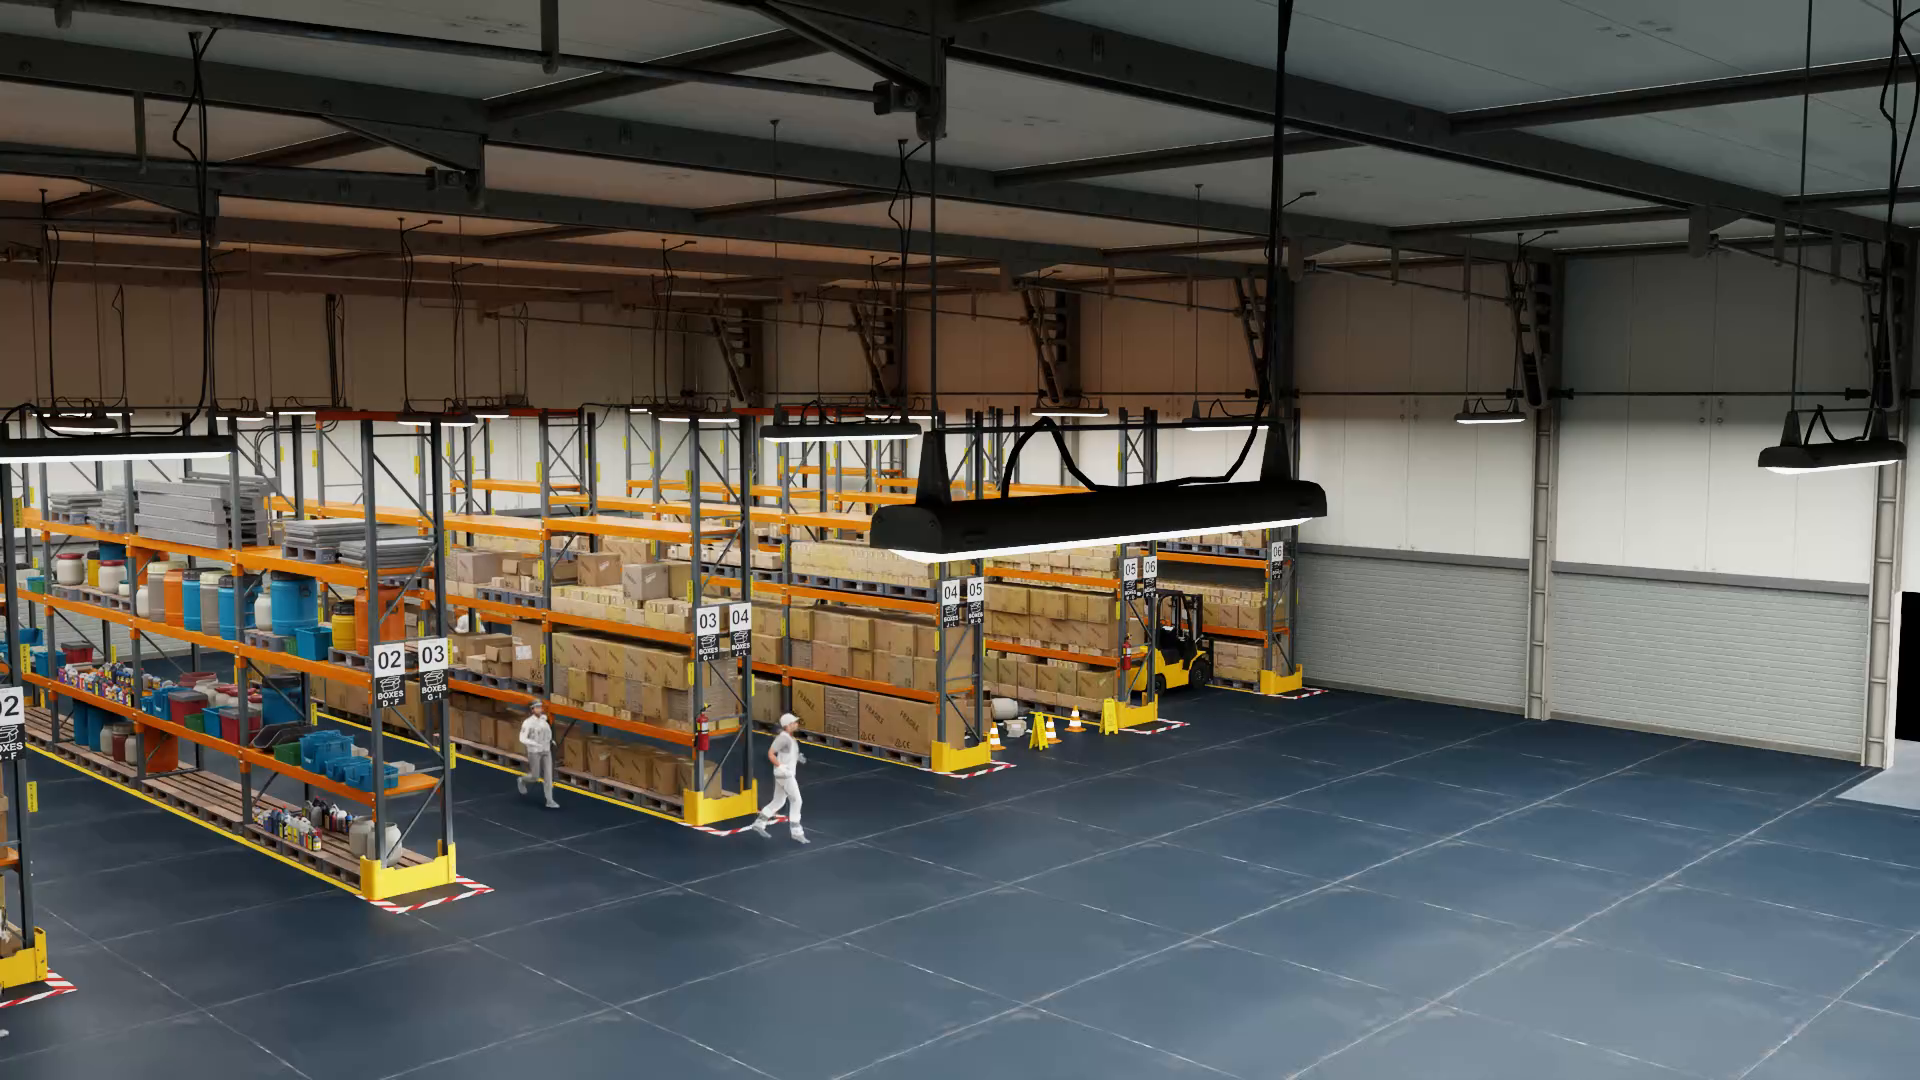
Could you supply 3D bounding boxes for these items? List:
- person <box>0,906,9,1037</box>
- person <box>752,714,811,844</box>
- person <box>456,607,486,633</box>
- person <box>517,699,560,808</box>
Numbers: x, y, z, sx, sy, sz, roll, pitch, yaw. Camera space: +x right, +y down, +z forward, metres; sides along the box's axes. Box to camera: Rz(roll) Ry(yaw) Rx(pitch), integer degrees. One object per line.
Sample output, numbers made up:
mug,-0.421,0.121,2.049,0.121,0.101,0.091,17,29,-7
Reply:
person,-9.736,4.068,16.462,0.642,1.663,0.657,0,5,-5
person,-2.534,3.356,23.505,0.834,1.825,0.659,-1,5,-6
person,-10.642,2.249,36.123,1.045,1.791,0.718,5,7,43
person,-6.429,3.239,25.465,0.949,1.656,0.630,5,7,43
